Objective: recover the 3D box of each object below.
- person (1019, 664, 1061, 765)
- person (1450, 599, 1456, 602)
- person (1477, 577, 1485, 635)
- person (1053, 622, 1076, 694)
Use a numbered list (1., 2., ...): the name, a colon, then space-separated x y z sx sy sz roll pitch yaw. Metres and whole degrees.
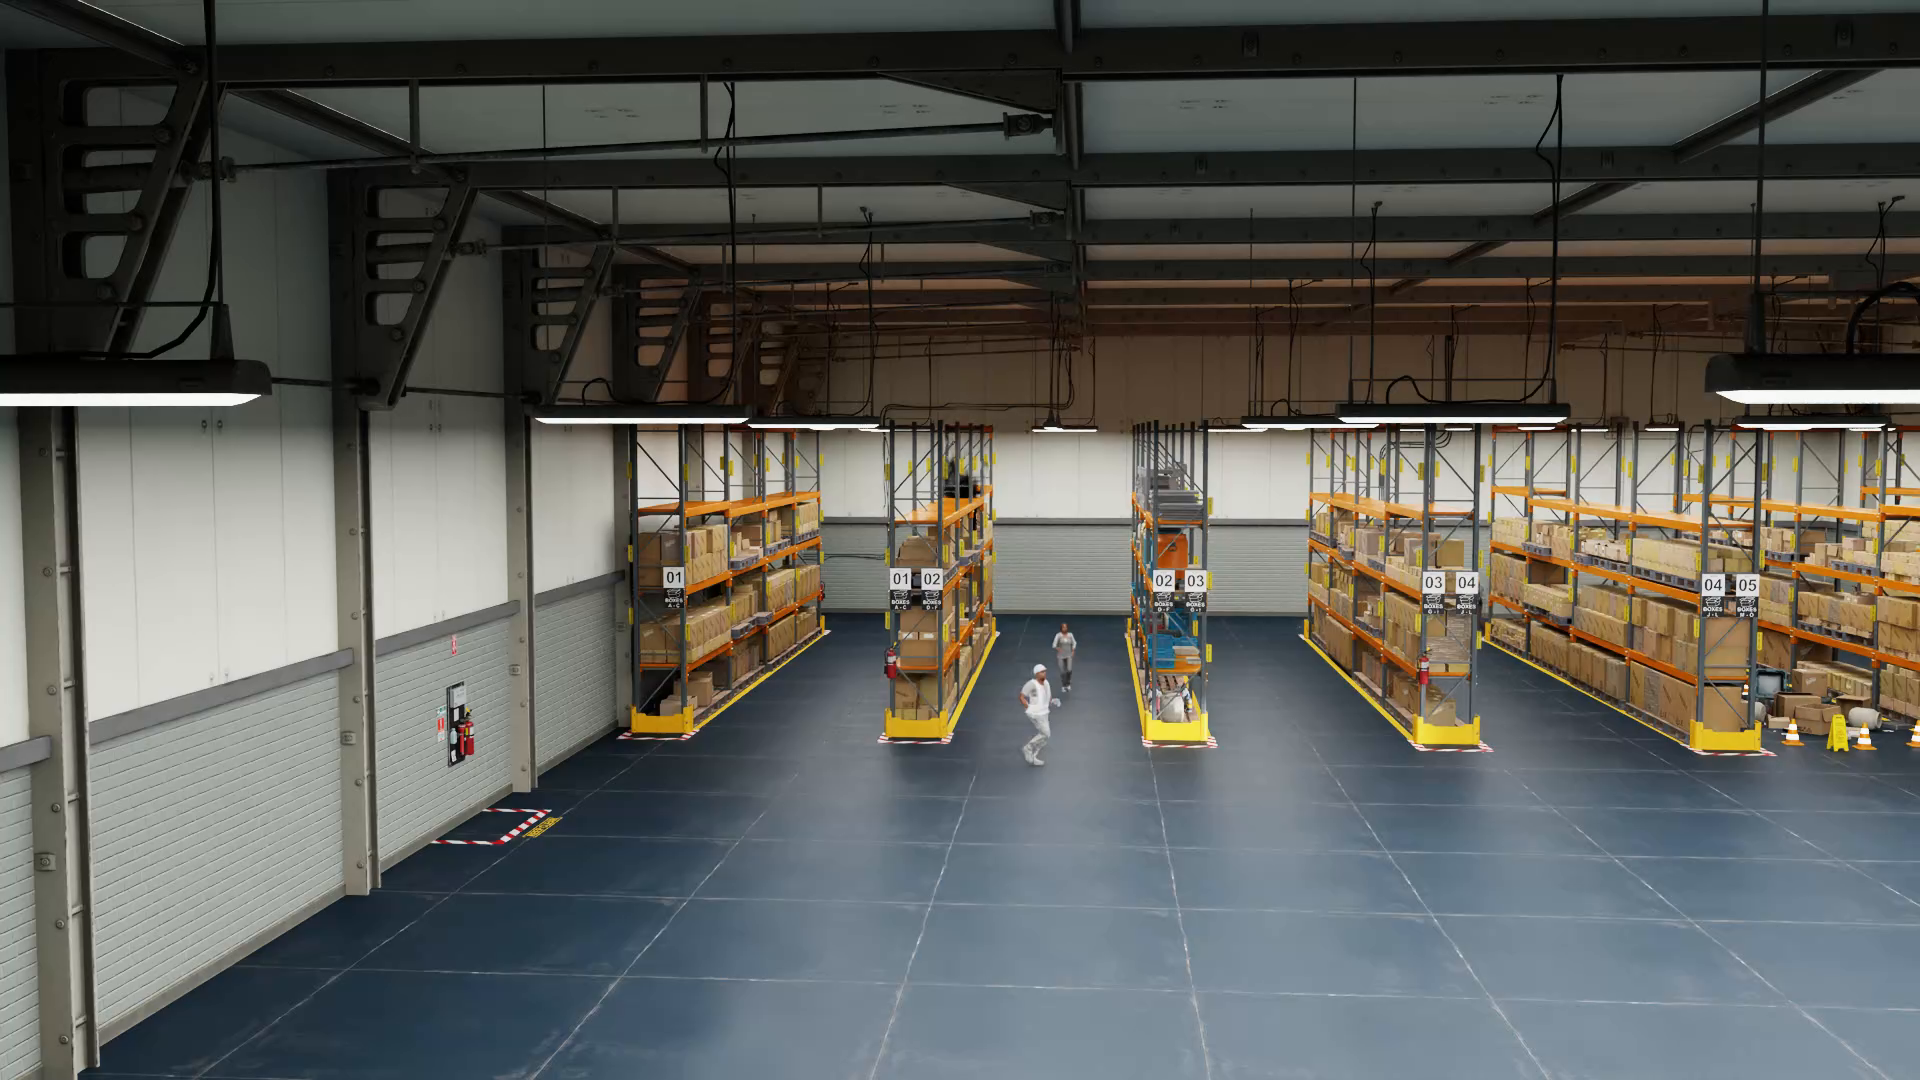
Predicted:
1. person: 1.424 3.021 28.803 0.597 1.745 0.662 2 4 32
2. person: 14.047 1.906 47.281 0.806 1.652 0.859 -2 4 -23
3. person: 14.670 1.904 47.203 0.749 1.763 0.650 -1 4 -9
4. person: 2.309 2.606 36.695 0.532 1.577 0.627 0 4 0
